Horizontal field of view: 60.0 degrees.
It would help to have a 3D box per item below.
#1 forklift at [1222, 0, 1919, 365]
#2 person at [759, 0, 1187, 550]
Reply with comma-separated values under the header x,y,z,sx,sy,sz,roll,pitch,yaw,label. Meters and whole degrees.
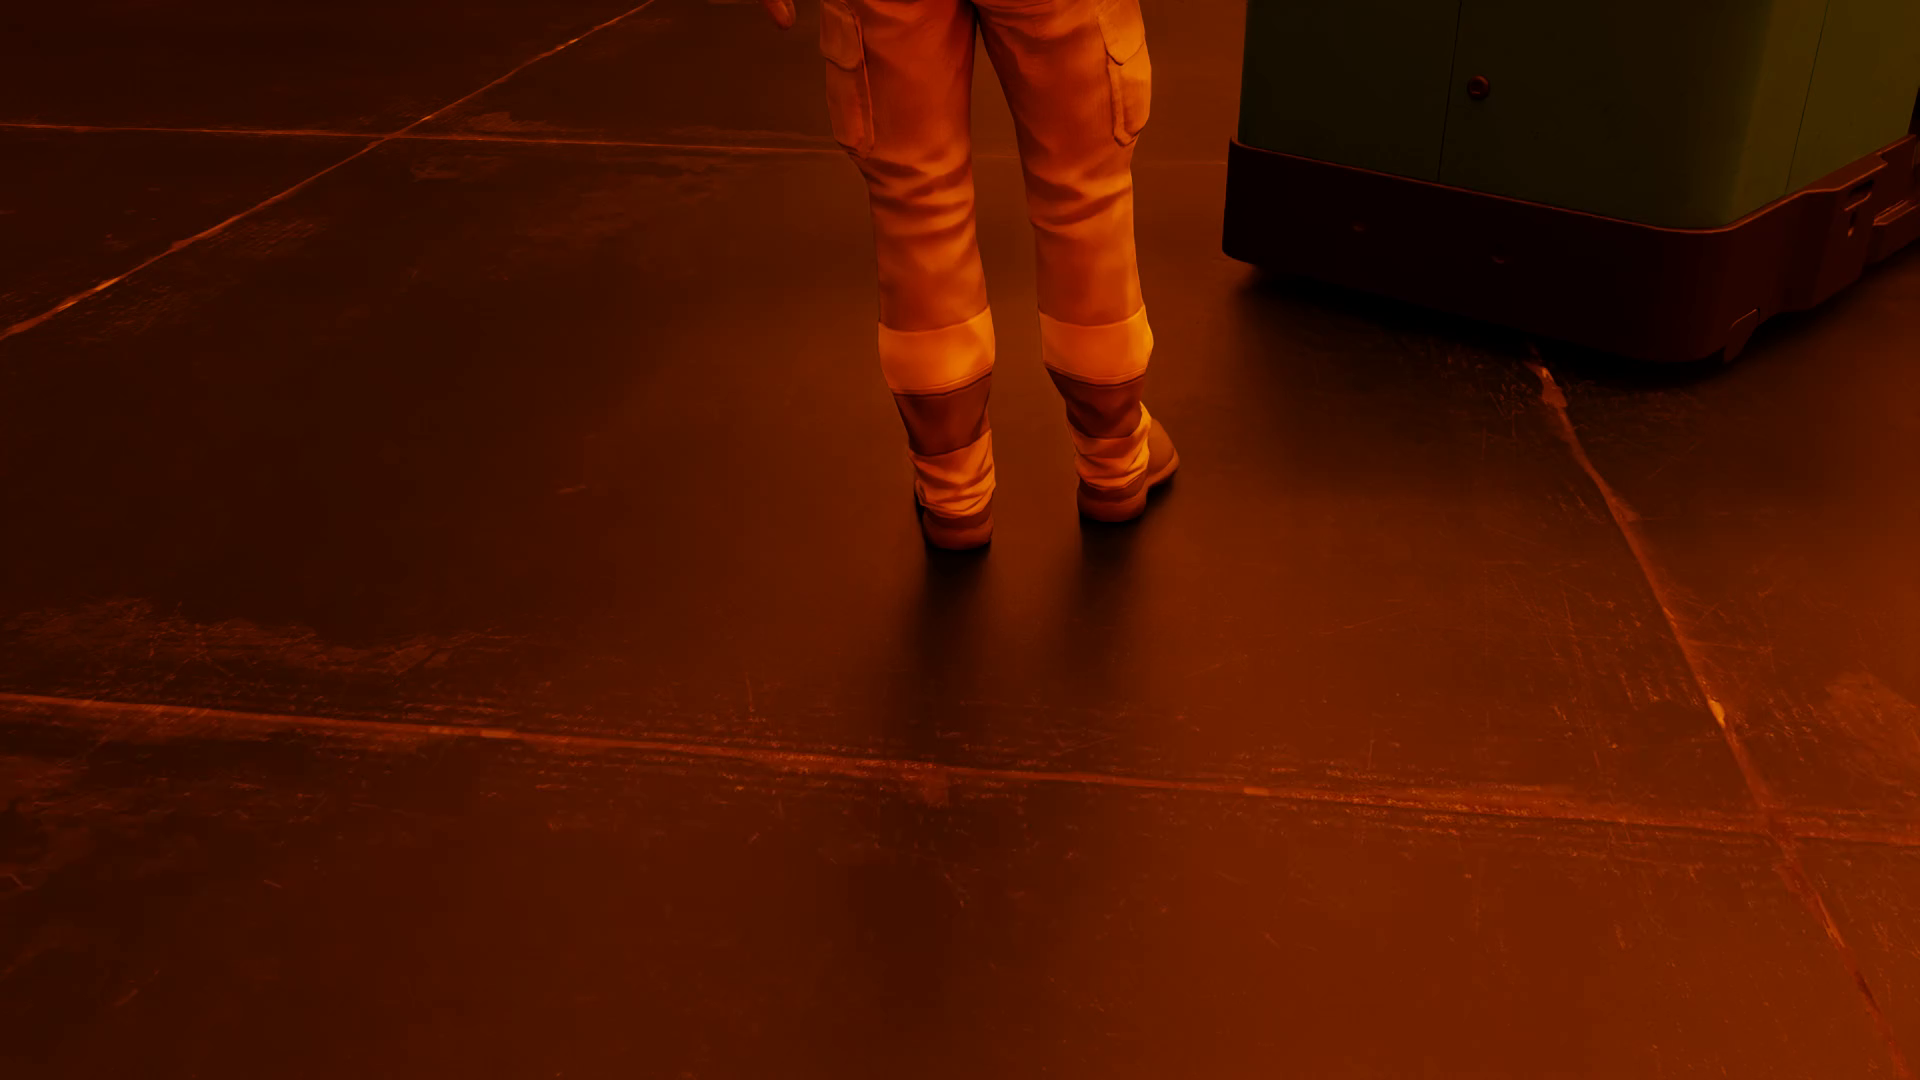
x,y,z,sx,sy,sz,roll,pitch,yaw,label
1.950,-2.193,3.613,1.130,2.935,3.031,23,35,38,forklift
0.023,-0.842,2.167,0.638,1.788,0.563,3,27,7,person
